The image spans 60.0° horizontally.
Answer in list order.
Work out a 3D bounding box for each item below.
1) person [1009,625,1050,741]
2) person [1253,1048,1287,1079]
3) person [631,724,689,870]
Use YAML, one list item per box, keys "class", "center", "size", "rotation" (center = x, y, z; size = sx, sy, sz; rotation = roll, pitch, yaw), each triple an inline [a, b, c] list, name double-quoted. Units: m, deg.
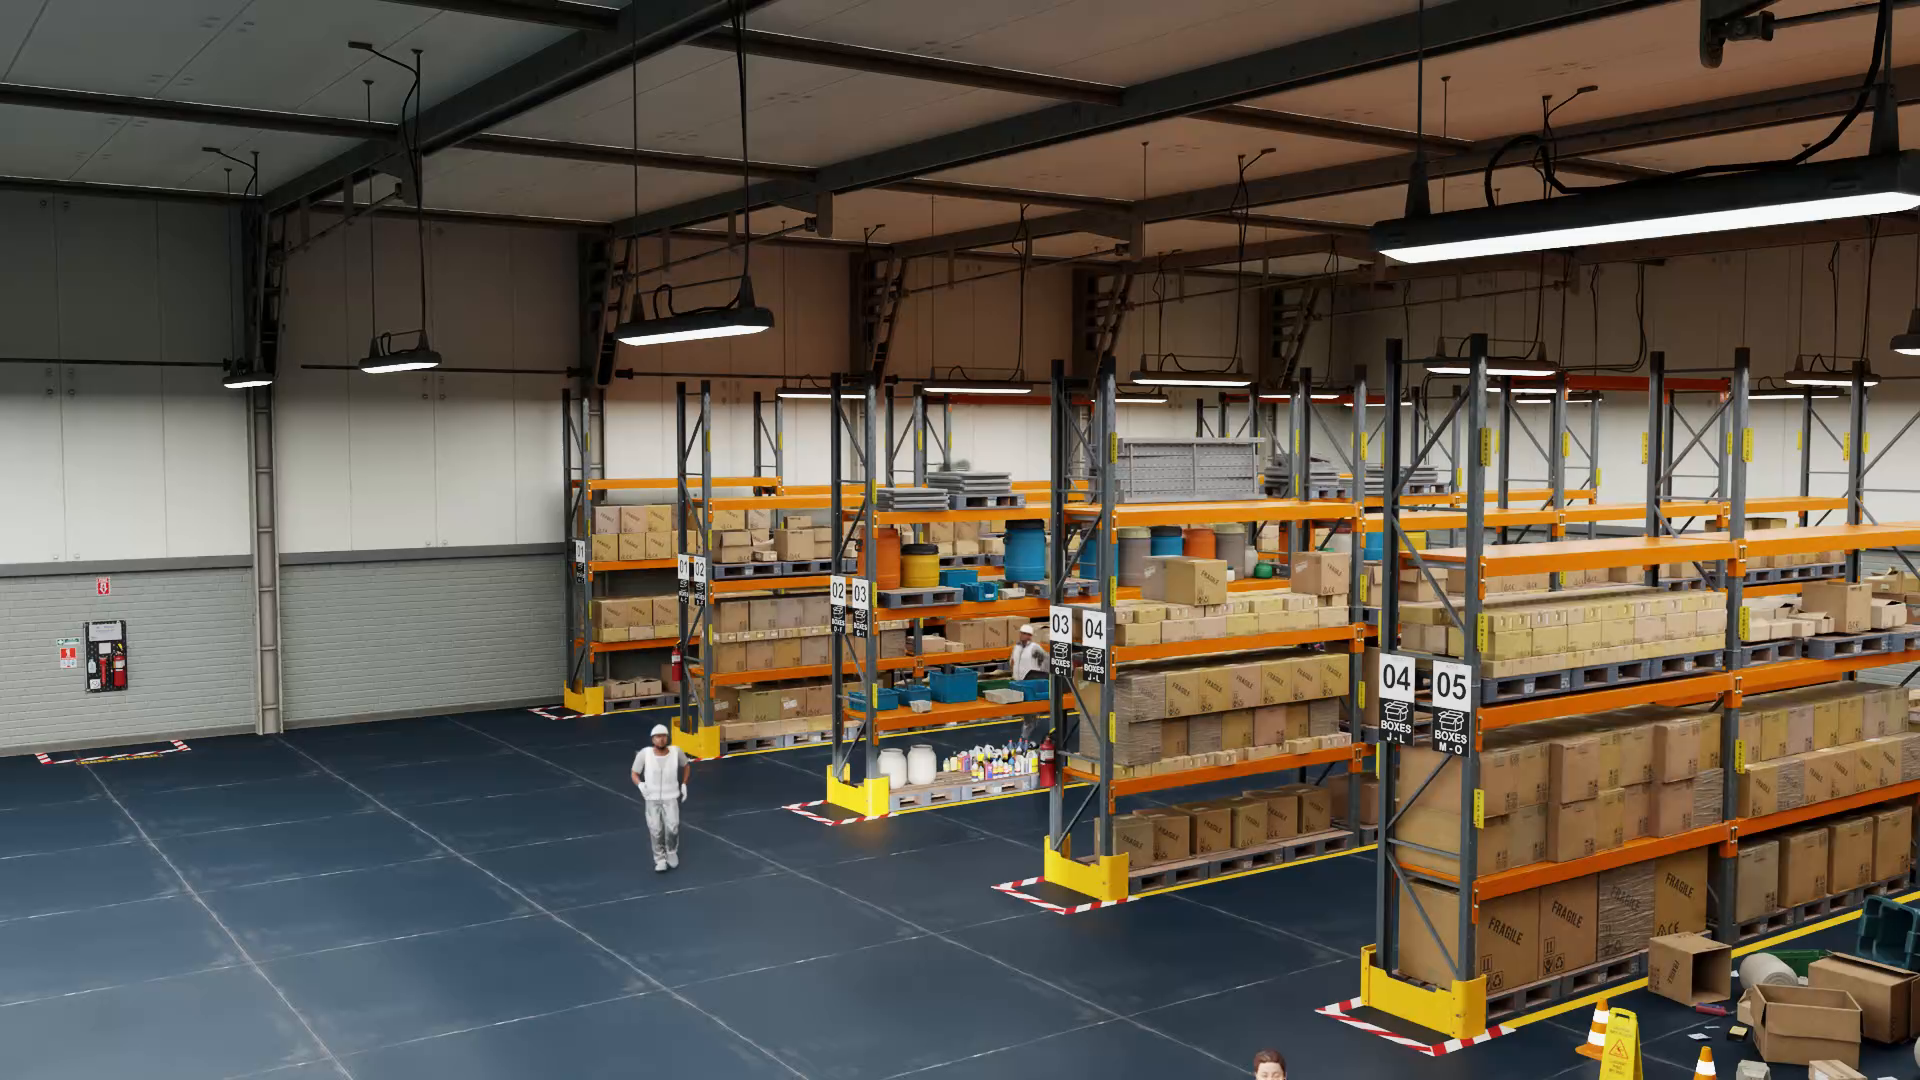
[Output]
- class: "person"
  center: [1.070, 2.320, 27.181]
  size: [0.622, 1.871, 0.731]
  rotation: [4, 5, 45]
- class: "person"
  center: [1.788, 3.727, 9.525]
  size: [0.547, 1.726, 0.795]
  rotation: [1, 4, 14]
- class: "person"
  center: [-3.510, 3.033, 19.494]
  size: [0.683, 1.740, 0.587]
  rotation: [-1, 4, -10]
